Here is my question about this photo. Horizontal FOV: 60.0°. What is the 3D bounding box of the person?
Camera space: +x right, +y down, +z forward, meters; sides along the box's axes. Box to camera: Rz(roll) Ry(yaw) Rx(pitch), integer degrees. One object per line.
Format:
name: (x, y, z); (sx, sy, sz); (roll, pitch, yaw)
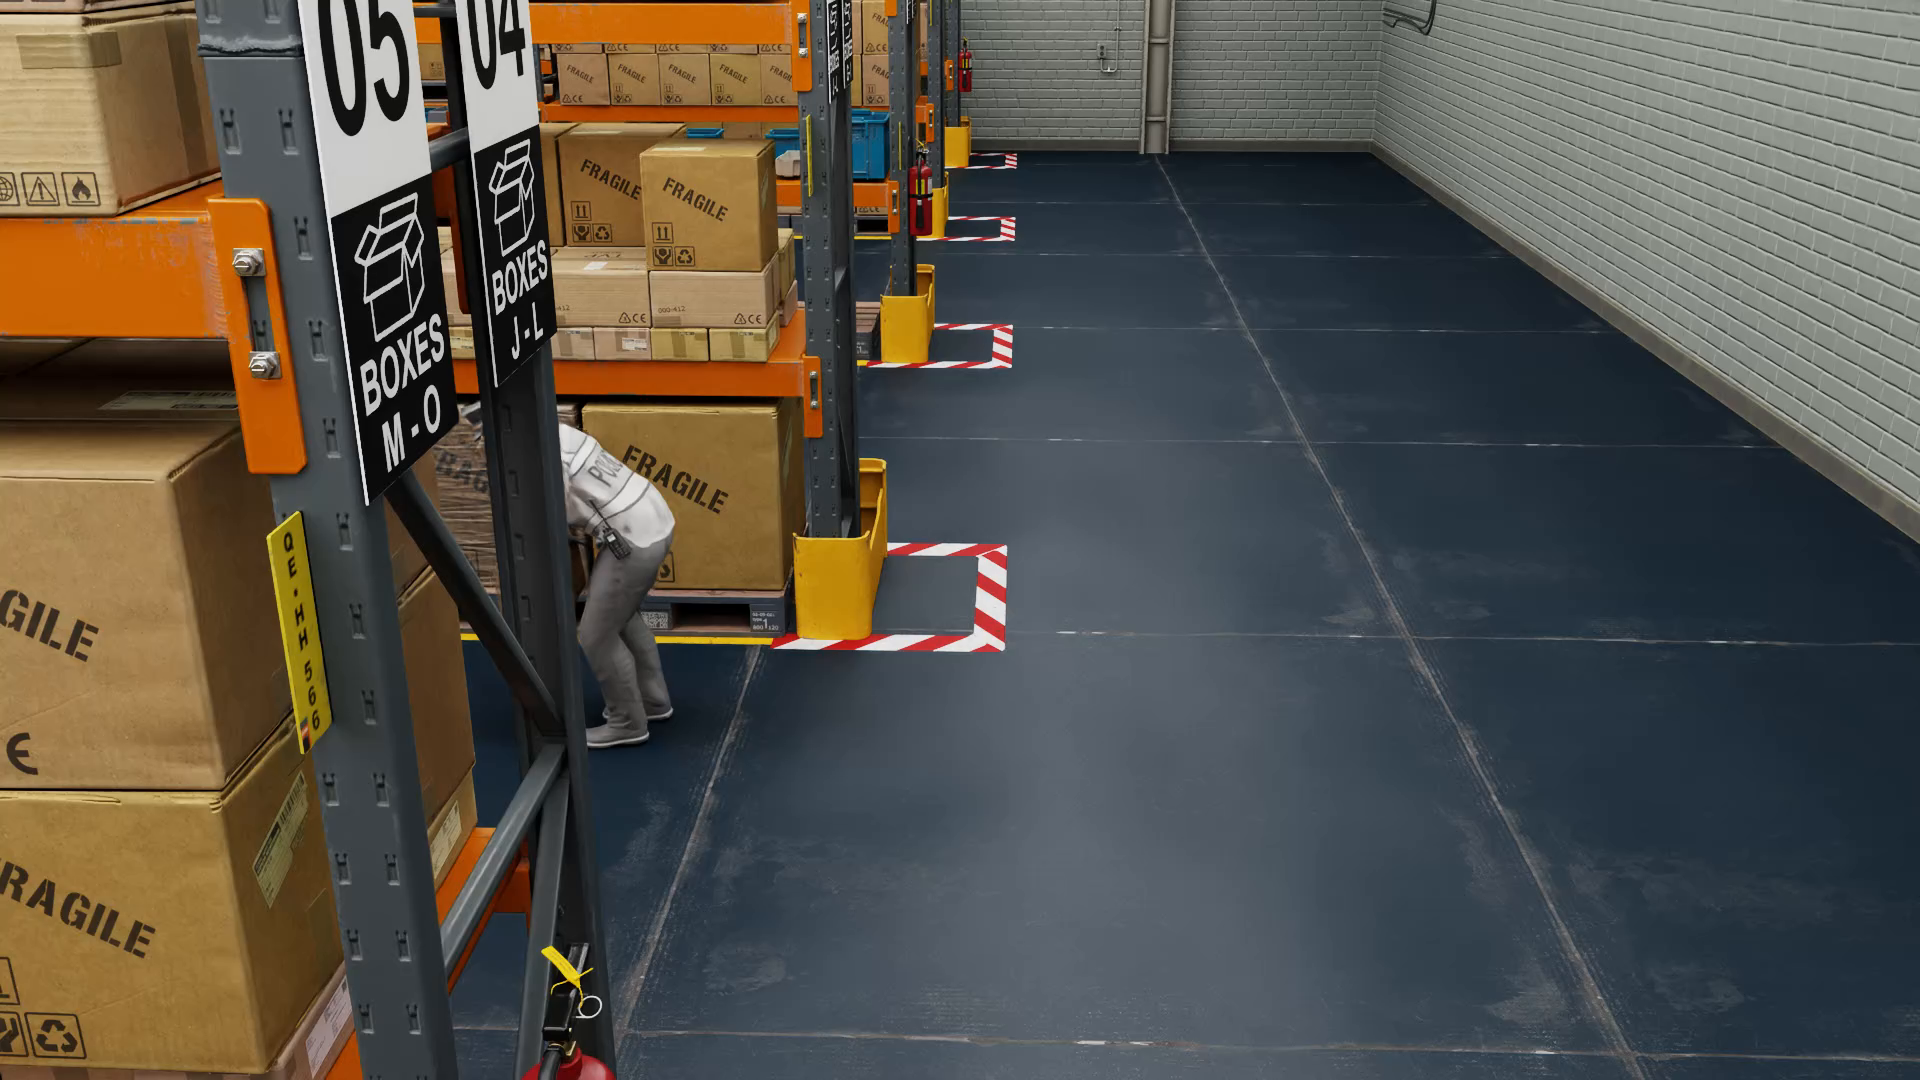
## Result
person: (-1.517, 0.107, 6.589); (0.779, 1.466, 0.411); (0, 21, 1)
